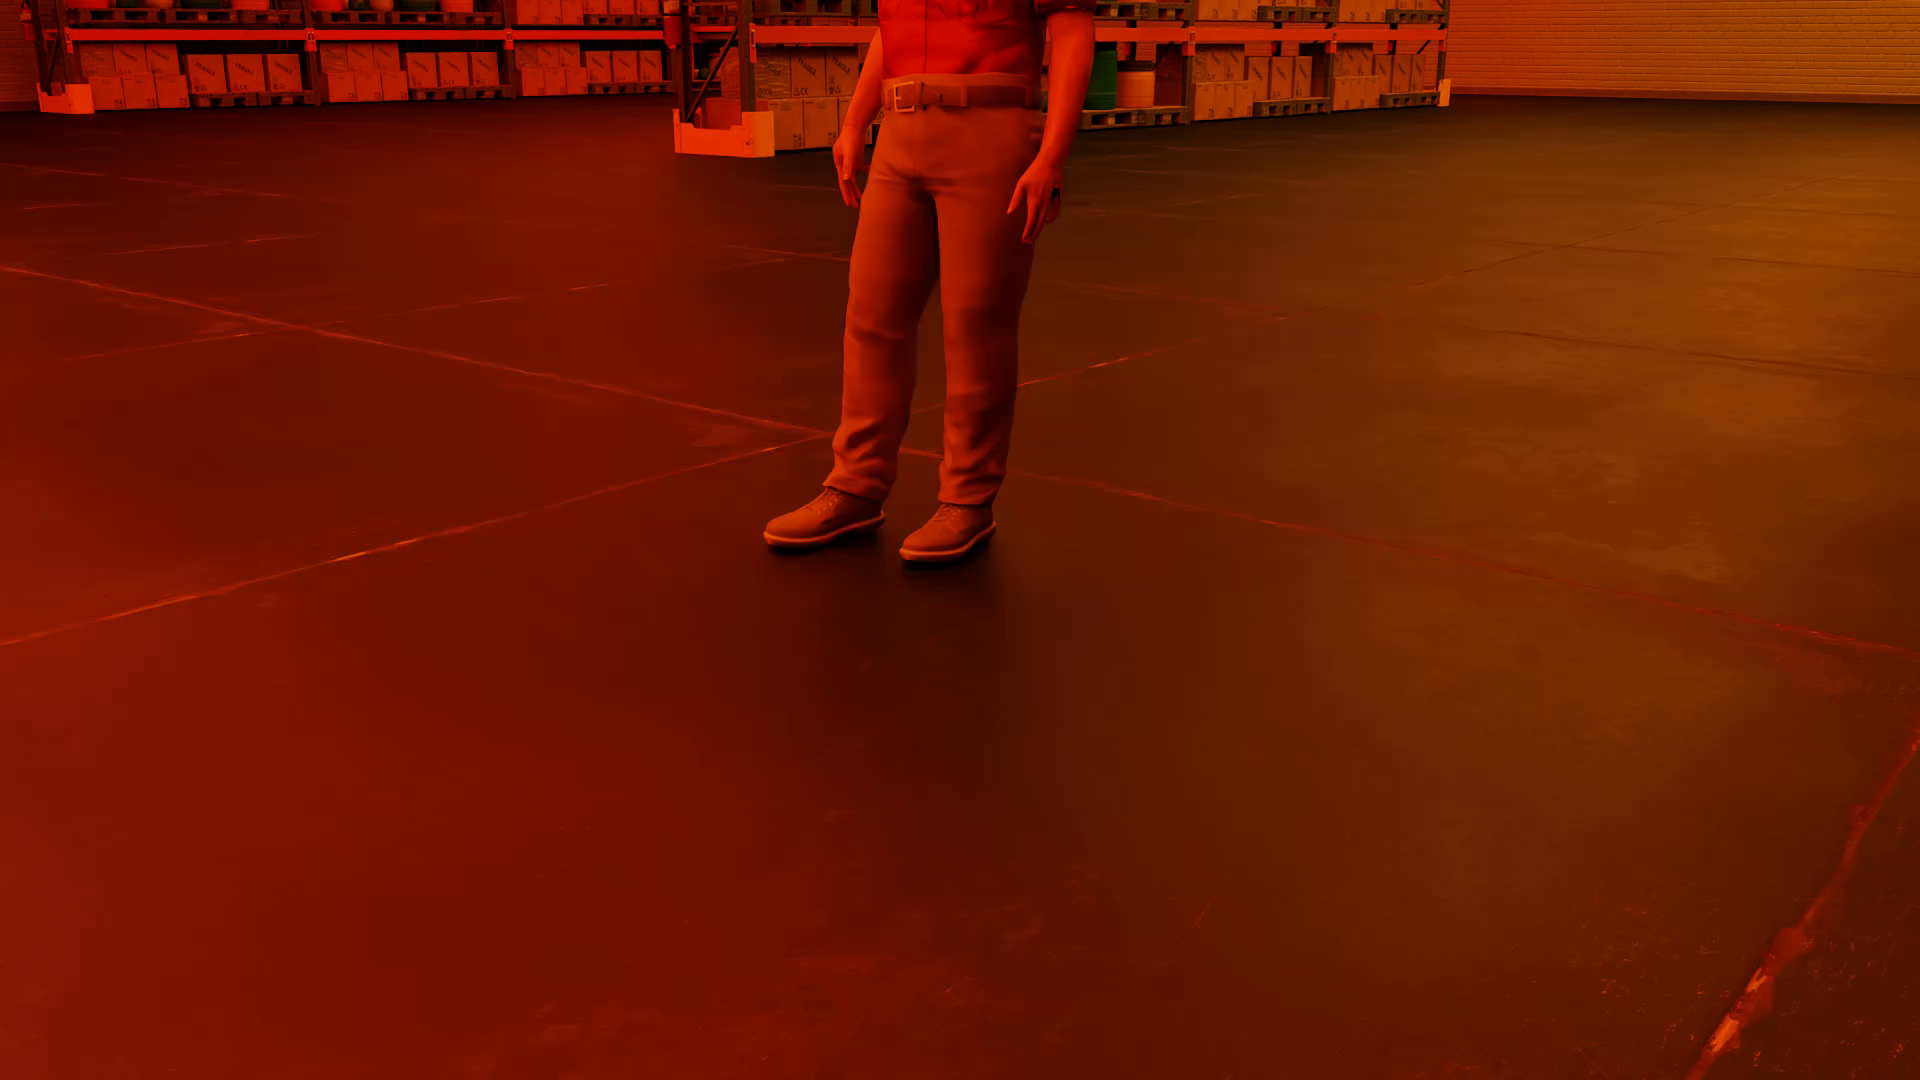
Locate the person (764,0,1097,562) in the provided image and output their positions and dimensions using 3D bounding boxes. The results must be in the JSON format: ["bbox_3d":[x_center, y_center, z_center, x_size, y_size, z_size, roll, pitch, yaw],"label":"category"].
[{"bbox_3d":[-0.066,-0.817,3.629,0.641,1.727,0.550,13,21,37],"label":"person"}]
